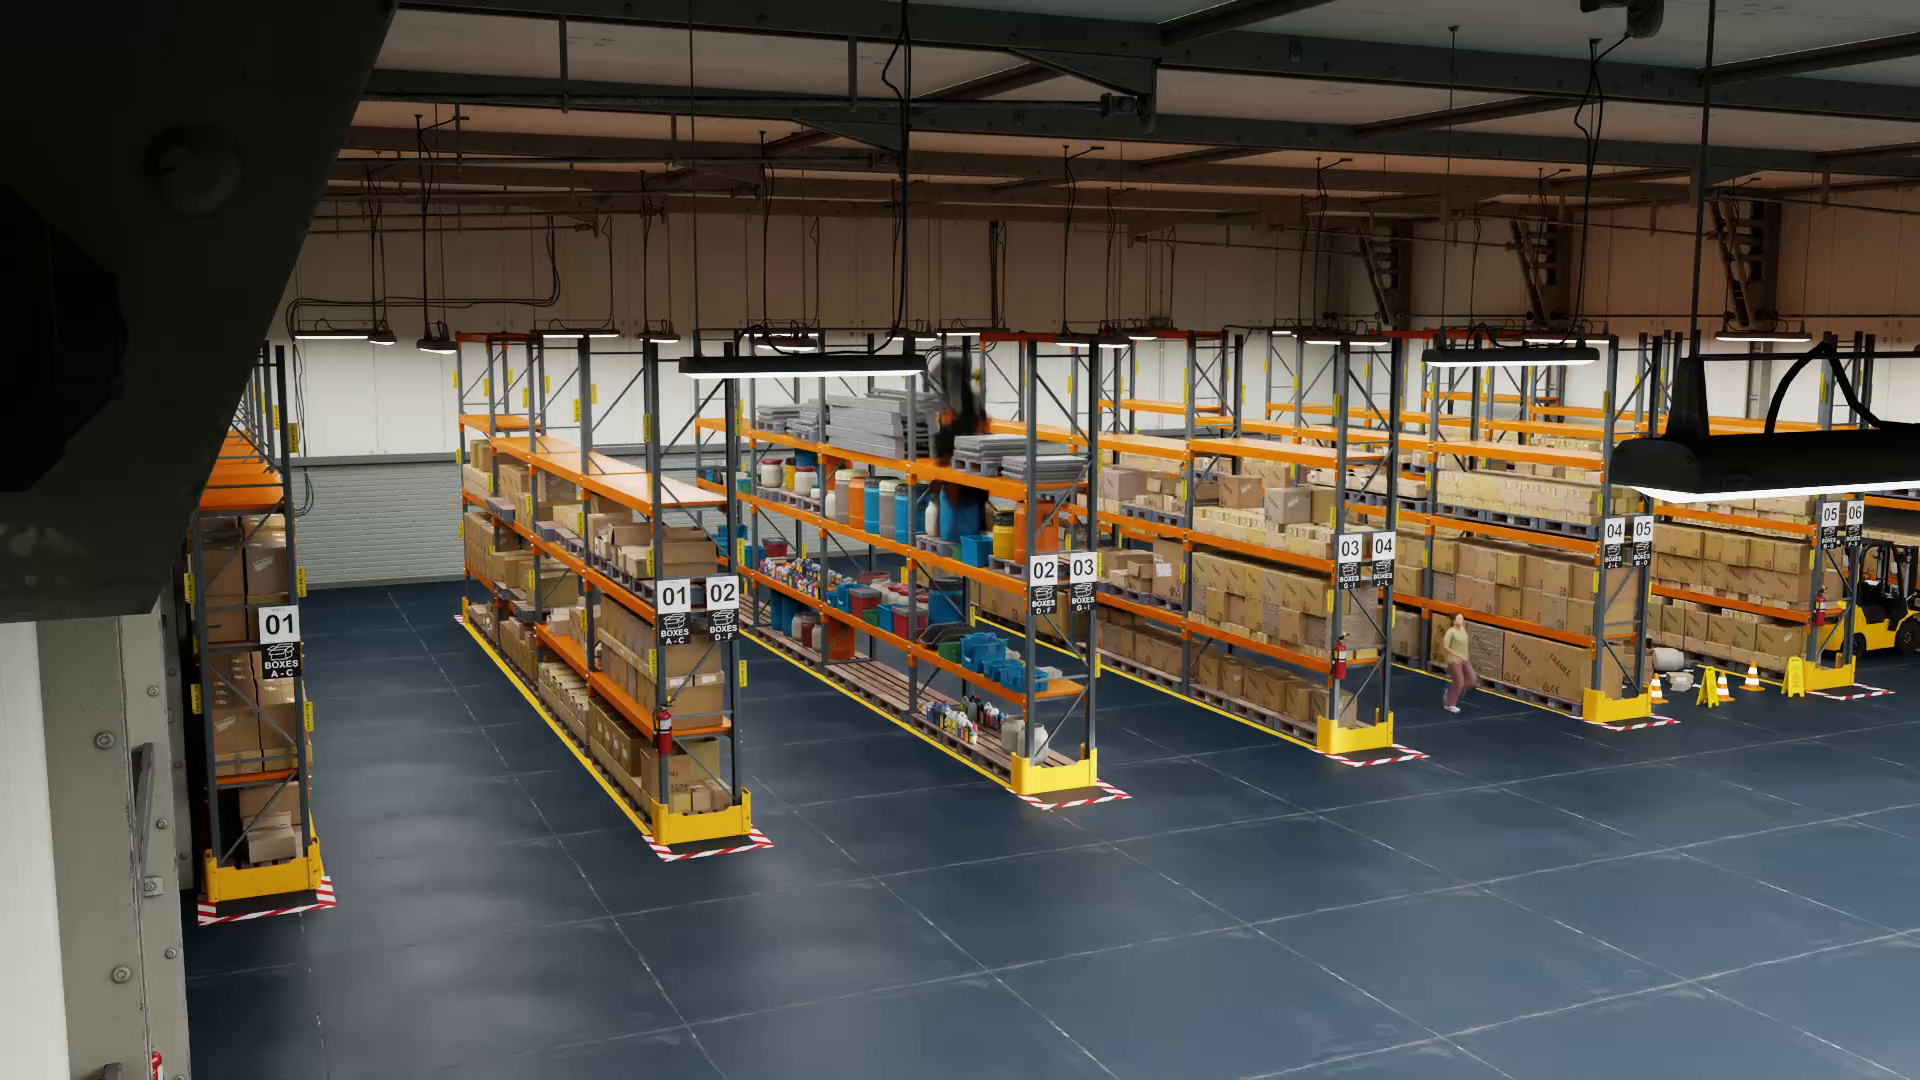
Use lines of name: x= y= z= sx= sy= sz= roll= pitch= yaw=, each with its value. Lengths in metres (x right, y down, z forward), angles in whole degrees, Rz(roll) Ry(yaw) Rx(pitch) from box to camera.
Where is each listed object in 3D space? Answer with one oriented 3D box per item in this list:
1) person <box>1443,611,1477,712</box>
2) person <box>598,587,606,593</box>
person: x=7.994 y=1.949 z=26.610 sx=0.590 sy=1.630 sz=0.507 roll=-6 pitch=10 yaw=-37
person: x=-7.151 y=0.984 z=33.683 sx=0.563 sy=1.632 sz=0.643 roll=-5 pitch=9 yaw=-32
